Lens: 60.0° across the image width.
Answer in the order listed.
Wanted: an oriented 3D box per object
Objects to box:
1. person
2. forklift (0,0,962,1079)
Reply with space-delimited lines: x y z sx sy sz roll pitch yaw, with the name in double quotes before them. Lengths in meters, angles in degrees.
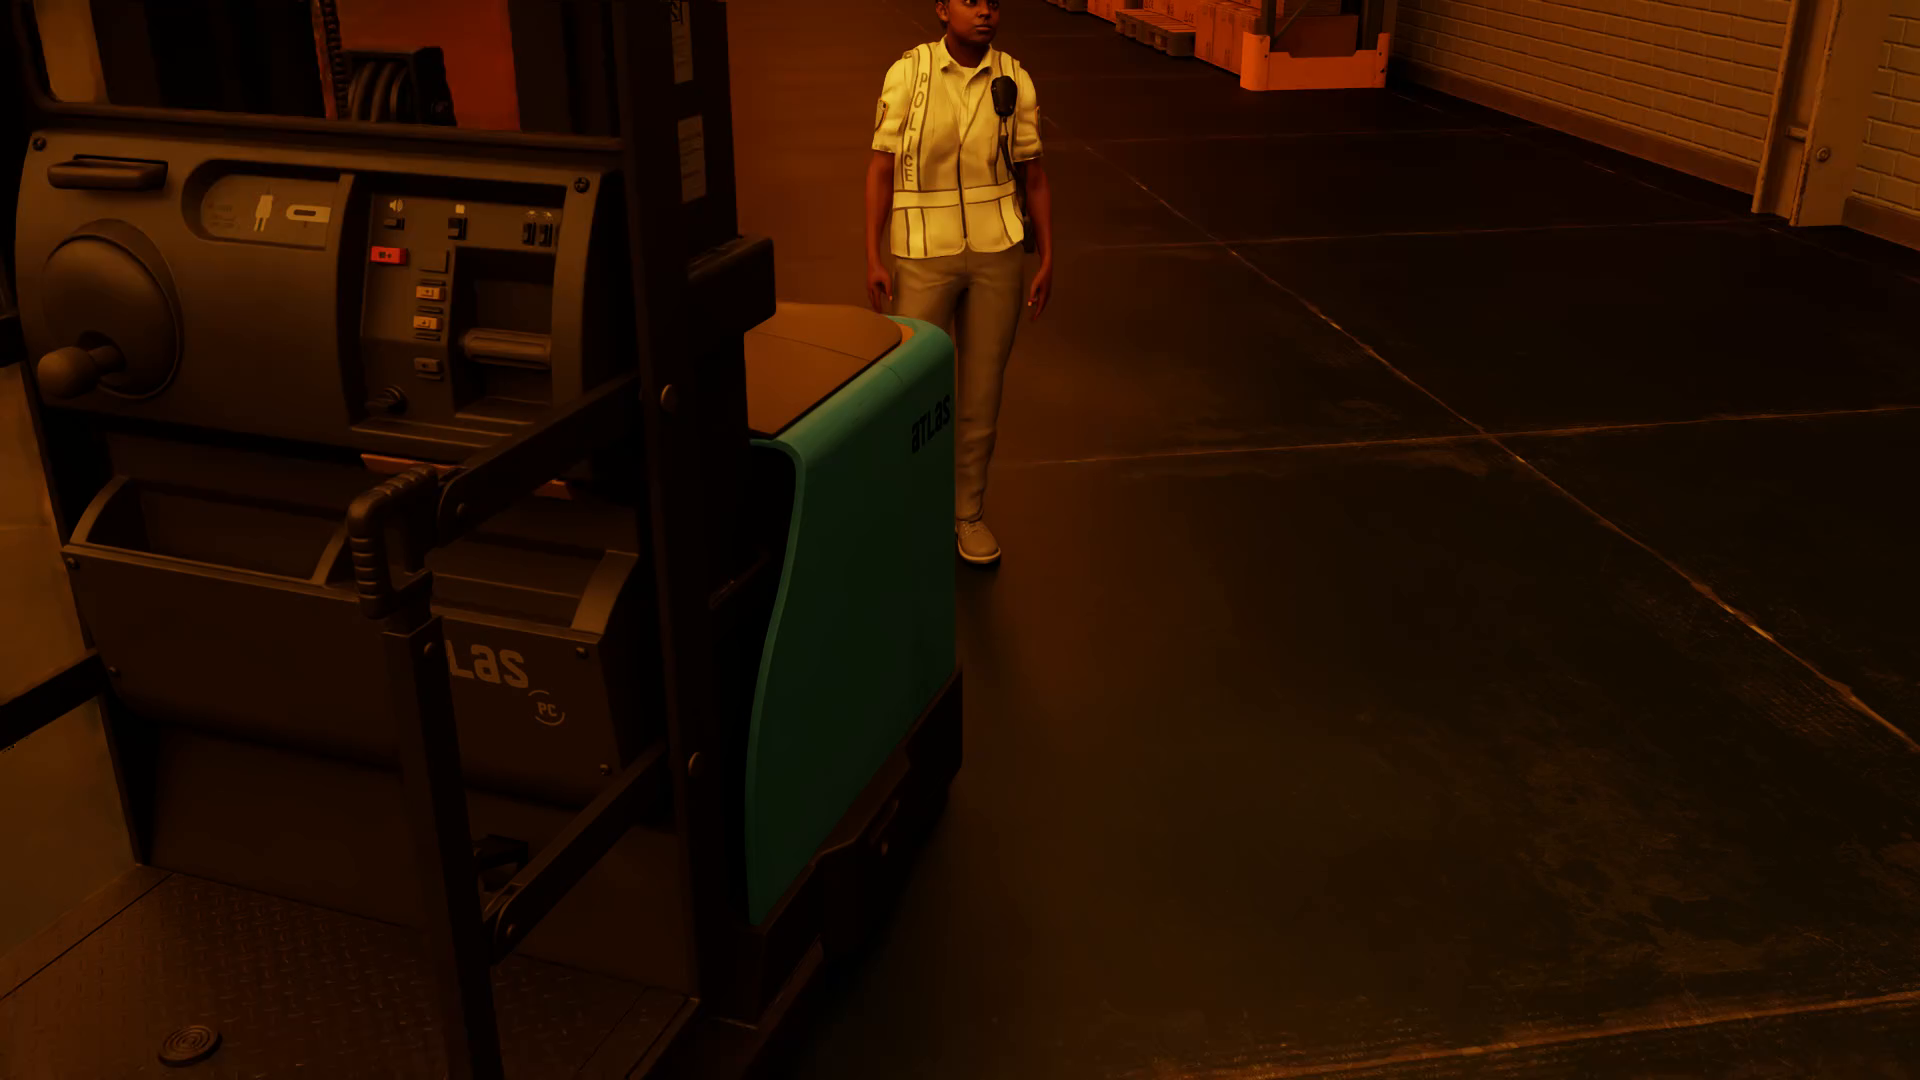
"person" -0.006 -0.755 4.617 0.570 1.697 0.528 -4 24 -9
"forklift" -0.967 -0.318 2.062 1.130 2.935 3.031 8 25 18
